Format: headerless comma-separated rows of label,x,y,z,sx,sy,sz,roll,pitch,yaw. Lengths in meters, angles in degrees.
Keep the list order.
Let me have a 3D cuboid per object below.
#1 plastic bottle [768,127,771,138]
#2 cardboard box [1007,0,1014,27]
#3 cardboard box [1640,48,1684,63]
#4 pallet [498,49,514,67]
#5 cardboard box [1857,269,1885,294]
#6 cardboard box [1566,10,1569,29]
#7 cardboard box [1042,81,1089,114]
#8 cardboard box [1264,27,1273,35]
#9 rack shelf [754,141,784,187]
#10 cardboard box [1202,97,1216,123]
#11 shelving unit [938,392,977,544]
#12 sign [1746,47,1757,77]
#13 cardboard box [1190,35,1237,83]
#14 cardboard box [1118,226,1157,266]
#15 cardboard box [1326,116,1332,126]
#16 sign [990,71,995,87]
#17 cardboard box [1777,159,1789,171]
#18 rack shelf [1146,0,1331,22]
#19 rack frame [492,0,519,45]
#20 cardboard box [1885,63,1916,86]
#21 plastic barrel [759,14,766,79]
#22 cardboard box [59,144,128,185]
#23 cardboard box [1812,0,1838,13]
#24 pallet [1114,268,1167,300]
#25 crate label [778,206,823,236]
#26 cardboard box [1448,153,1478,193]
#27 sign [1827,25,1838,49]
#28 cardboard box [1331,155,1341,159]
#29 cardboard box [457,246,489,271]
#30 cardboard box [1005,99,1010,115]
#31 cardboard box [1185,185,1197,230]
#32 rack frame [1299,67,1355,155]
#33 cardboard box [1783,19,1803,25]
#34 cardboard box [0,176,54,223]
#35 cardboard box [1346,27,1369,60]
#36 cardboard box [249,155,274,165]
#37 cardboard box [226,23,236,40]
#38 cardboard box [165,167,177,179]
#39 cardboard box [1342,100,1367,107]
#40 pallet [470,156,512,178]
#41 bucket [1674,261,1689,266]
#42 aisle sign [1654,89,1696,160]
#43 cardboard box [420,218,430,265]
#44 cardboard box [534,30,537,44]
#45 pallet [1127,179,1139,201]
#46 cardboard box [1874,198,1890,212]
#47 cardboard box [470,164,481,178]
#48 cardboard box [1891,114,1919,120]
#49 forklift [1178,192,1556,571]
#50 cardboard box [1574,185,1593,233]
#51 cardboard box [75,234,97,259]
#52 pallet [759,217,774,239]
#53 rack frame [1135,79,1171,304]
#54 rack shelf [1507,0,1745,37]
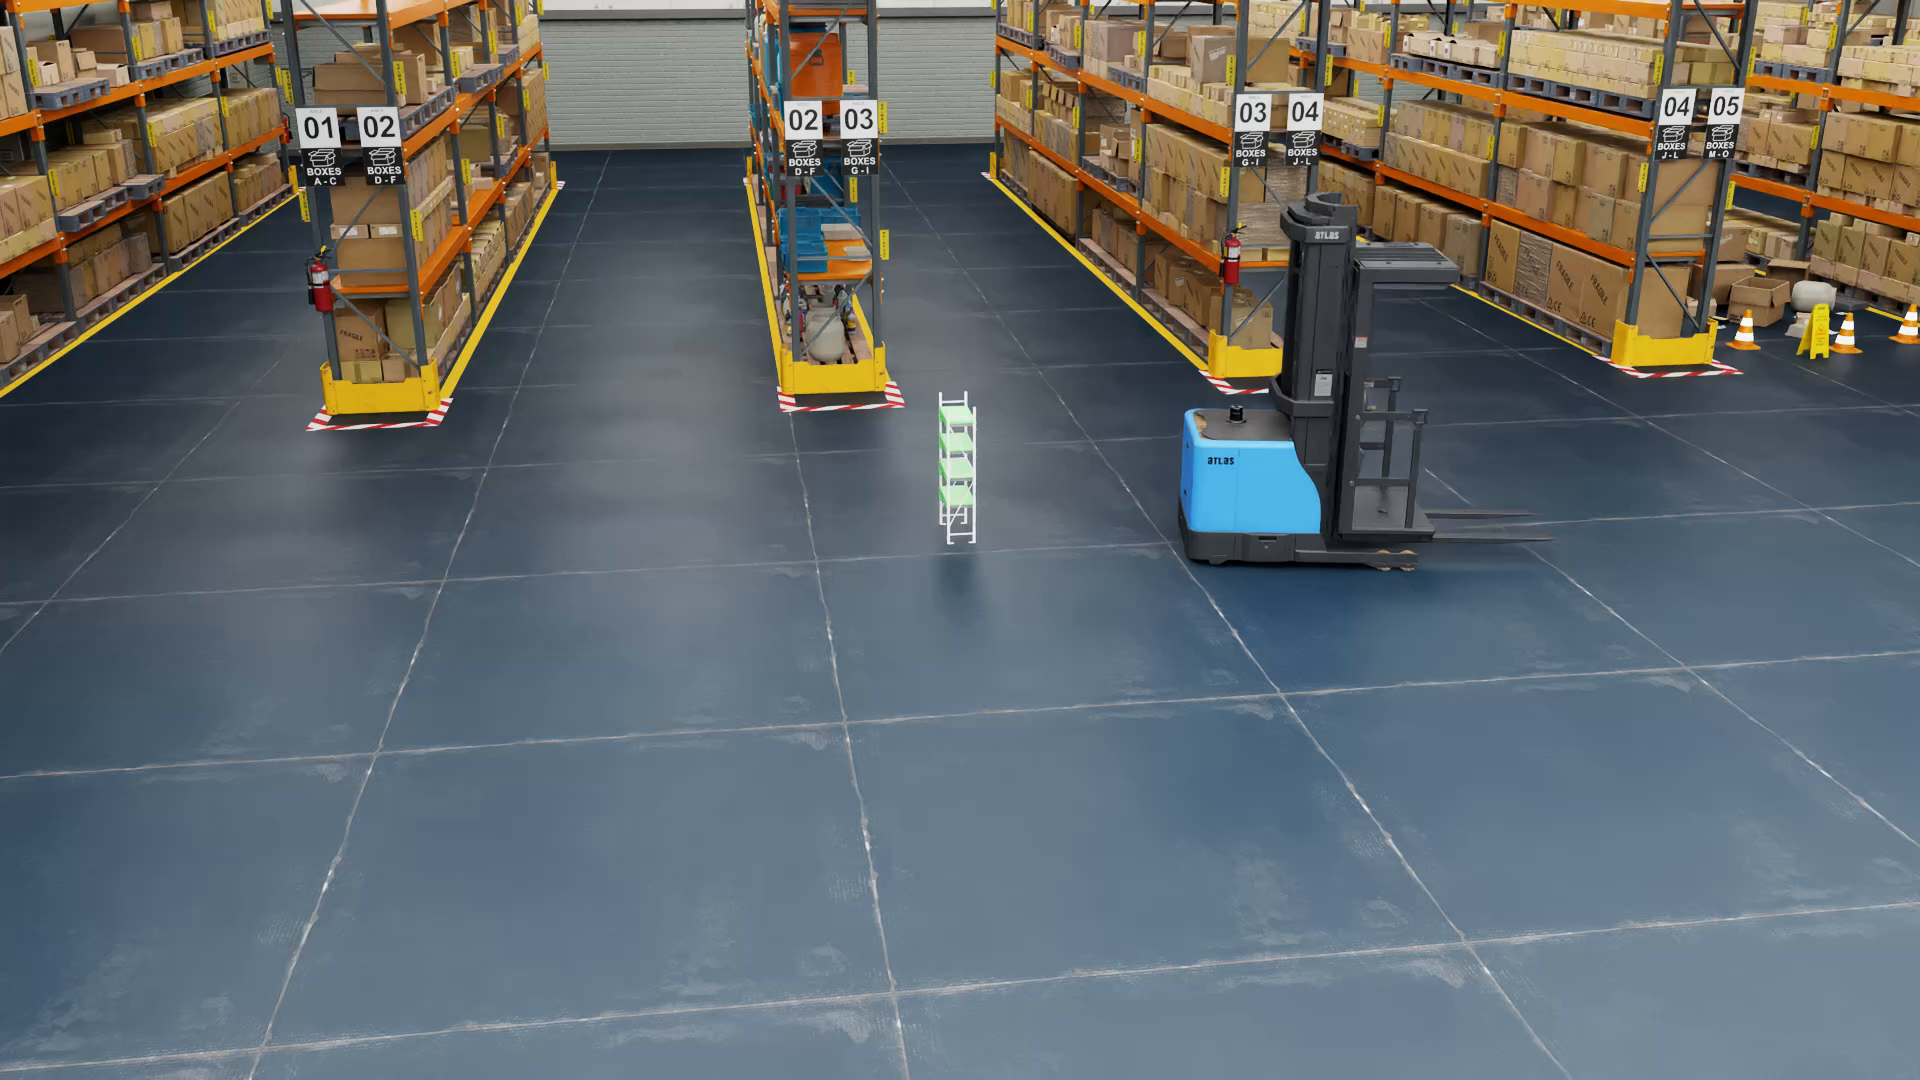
plastic bottle,-3.373,-7.077,29.021,0.144,0.351,0.185,-3,21,-8
cardboard box,1.305,-10.204,32.151,0.700,0.500,0.500,-4,21,-10
cardboard box,8.060,-5.566,19.096,0.380,0.149,0.250,-3,21,-7
pallet,-7.834,-7.732,26.688,1.213,0.211,1.003,-3,21,-8
cardboard box,12.737,-3.555,22.851,0.500,0.250,0.500,-3,21,-8
cardboard box,11.722,-9.912,31.368,0.500,0.500,0.500,-3,21,-7
cardboard box,1.892,-7.798,29.305,0.797,0.503,0.637,-3,21,-9
cardboard box,6.172,-9.729,31.980,0.500,0.250,0.500,-3,21,-8
rack shelf,-2.821,-6.223,27.692,1.077,0.370,4.000,-3,21,-8
cardboard box,3.126,-5.009,19.342,0.500,0.250,0.500,-3,21,-7
shelving unit,-0.024,-0.619,14.234,0.258,1.200,0.503,-3,21,-8
sign,8.995,-5.440,18.919,0.100,0.325,0.005,-3,21,-8
cardboard box,3.048,-5.697,19.686,0.500,0.500,0.500,-3,21,-8
cardboard box,2.747,-4.341,24.569,0.700,0.500,0.500,-5,21,-12
cardboard box,6.544,-7.235,28.707,0.380,0.149,0.250,-3,21,-9
sign,0.665,-9.304,33.562,0.100,0.325,0.005,-3,21,-8
cardboard box,12.384,-5.567,24.668,0.380,0.149,0.250,-4,21,-9
rack shelf,3.234,-6.511,19.896,1.077,0.370,4.000,-3,21,-8
rack frame,-8.011,-9.814,27.705,1.000,3.000,0.127,-3,21,-8
cardboard box,12.687,-6.188,22.073,0.500,0.250,0.500,-3,21,-7
plastic barrel,-2.629,-7.212,24.309,0.600,0.901,0.600,0,20,0
cardboard box,-12.151,-5.266,23.331,0.700,0.500,0.500,-5,21,-13
cardboard box,16.208,-9.996,31.078,0.396,0.266,0.258,-3,21,-8
pallet,2.832,-3.695,23.882,1.003,0.211,1.213,-3,21,-8
crate label,-1.912,-3.738,19.960,0.502,0.435,0.616,-3,21,-8
cardboard box,7.456,-5.336,24.148,0.500,0.500,0.500,-3,21,-8
sign,12.203,-7.035,23.249,0.100,0.325,0.005,-3,21,-8
cardboard box,7.072,-6.849,30.242,0.500,0.250,0.500,-3,21,-9
cardboard box,-6.814,-3.913,23.009,0.500,0.311,0.500,-4,21,-10
cardboard box,1.168,-8.422,32.343,0.500,0.250,0.500,-4,21,-10
cardboard box,3.250,-4.068,20.326,0.875,0.500,0.500,-3,21,-8
rack frame,6.715,-7.717,30.665,1.000,3.000,0.127,-3,21,-8
cardboard box,16.193,-9.882,31.964,0.500,0.250,0.500,-3,21,-8
cardboard box,-11.385,-4.125,20.161,0.500,0.500,0.500,-3,21,-8
cardboard box,6.805,-8.315,27.836,0.500,0.500,0.500,-3,21,-8
cardboard box,-13.053,-7.106,31.074,0.380,0.149,0.250,-2,21,-6
cardboard box,-12.811,-8.761,28.643,0.500,0.250,0.500,-3,21,-9
cardboard box,-12.137,-5.569,25.244,0.380,0.149,0.250,-2,21,-6
cardboard box,7.041,-7.763,29.697,0.380,0.149,0.250,-4,21,-9
pallet,-7.602,-5.760,25.699,1.213,0.211,1.003,-3,21,-8
bucket,10.169,-4.195,23.741,0.726,0.611,0.620,4,11,11
aisle sign,8.158,-4.740,18.980,0.394,0.787,0.004,-3,21,-8
cardboard box,-6.482,-3.412,18.995,0.700,0.500,0.500,-3,21,-7
cardboard box,-8.192,-9.385,31.059,0.500,0.250,0.500,-3,21,-8
pallet,2.979,-4.914,23.435,1.003,0.211,1.213,-3,21,-8
cardboard box,12.655,-4.546,22.533,0.380,0.149,0.250,-3,21,-7
cardboard box,-7.425,-5.449,24.719,0.500,0.311,0.500,-2,21,-4
cardboard box,16.614,-7.344,29.280,0.500,0.250,0.500,-4,21,-10
forklift,3.401,-1.310,13.608,3.031,2.935,1.130,1,20,2
cardboard box,8.289,-4.148,20.896,0.875,0.550,0.550,-3,21,-8
cardboard box,-12.028,-3.955,22.465,0.500,0.250,0.500,-4,21,-9
pallet,-2.860,-5.253,28.054,1.003,0.211,1.213,-3,21,-8
rack frame,2.945,-4.732,22.673,1.000,3.000,0.127,-3,21,-8
rack shelf,8.156,-6.541,20.541,1.077,0.370,4.000,-3,21,-8
